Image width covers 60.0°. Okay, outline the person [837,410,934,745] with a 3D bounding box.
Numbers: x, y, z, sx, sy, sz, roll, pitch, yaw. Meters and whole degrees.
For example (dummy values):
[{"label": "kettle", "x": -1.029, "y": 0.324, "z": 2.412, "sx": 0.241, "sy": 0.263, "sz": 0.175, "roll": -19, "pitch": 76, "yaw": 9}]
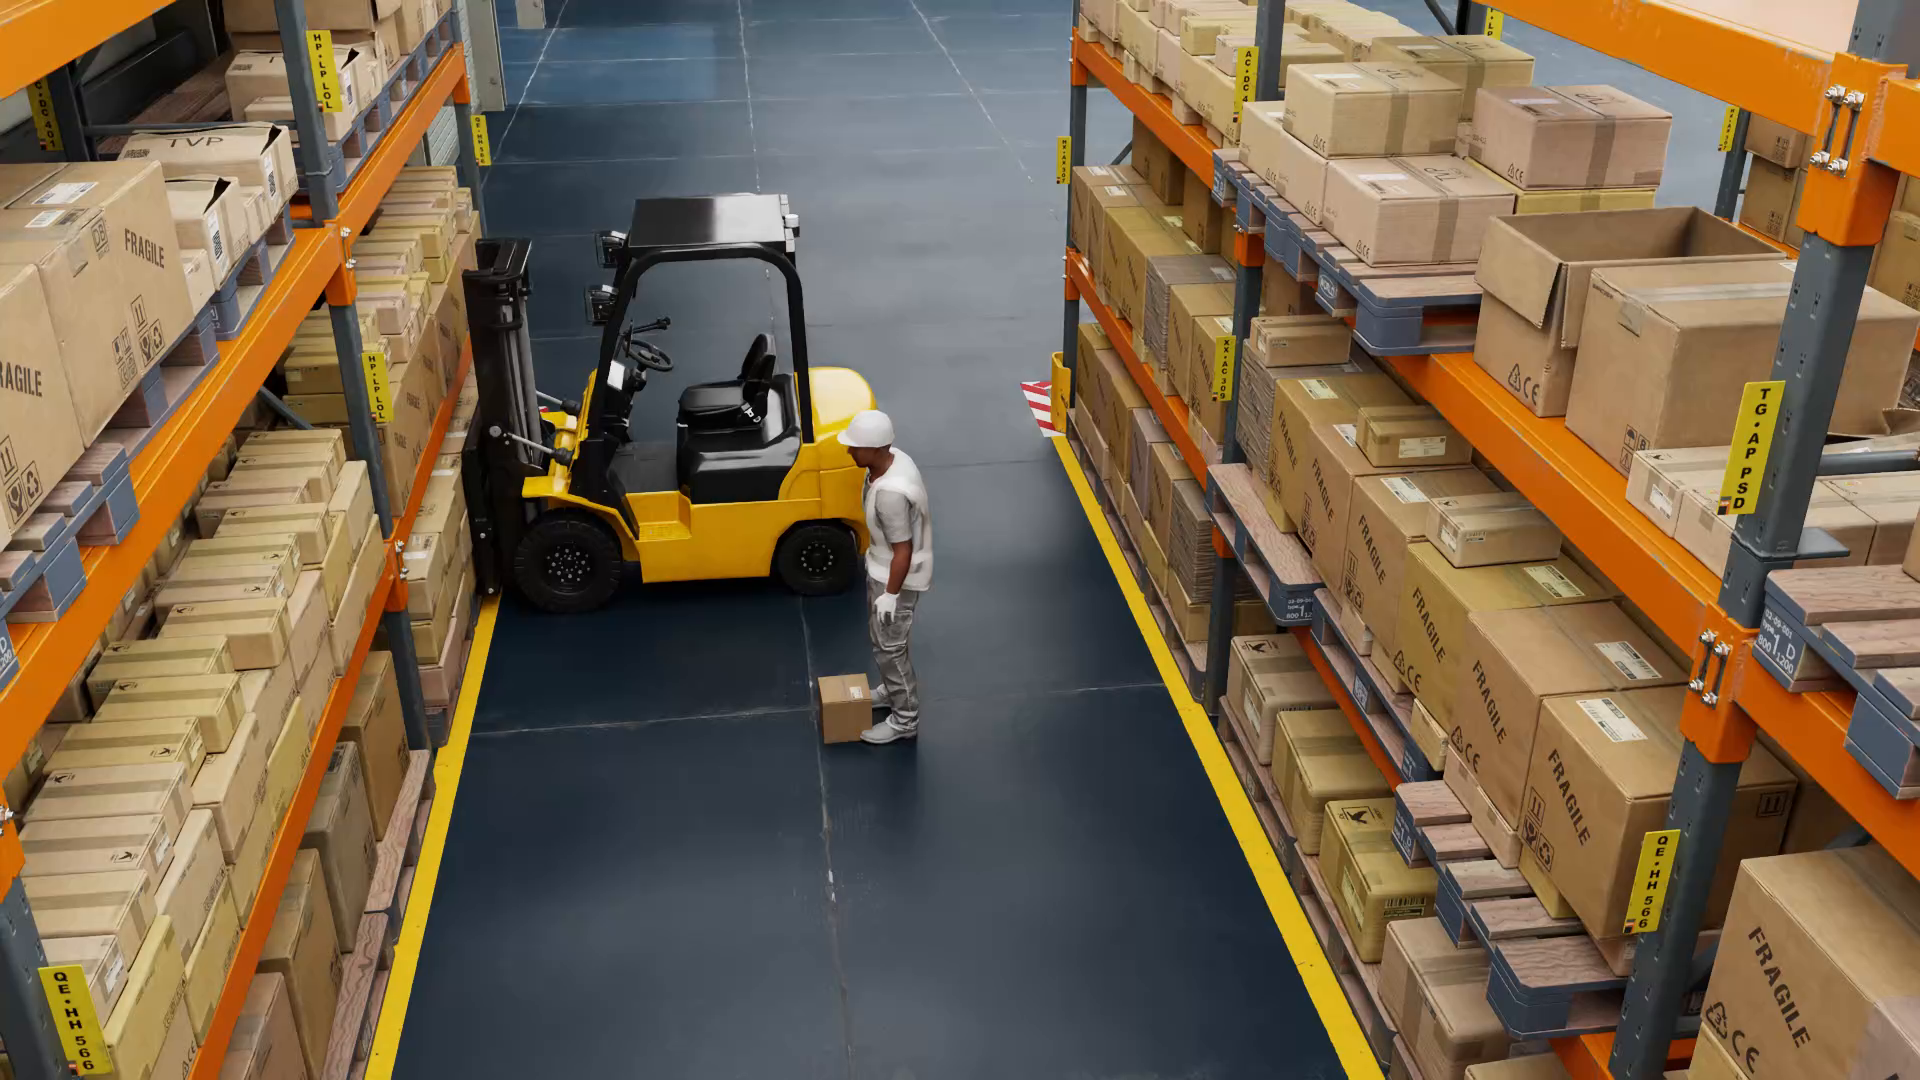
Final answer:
[{"label": "person", "x": -0.364, "y": 0.167, "z": 8.277, "sx": 0.450, "sy": 1.773, "sz": 0.617, "roll": -3, "pitch": 27, "yaw": -7}]
